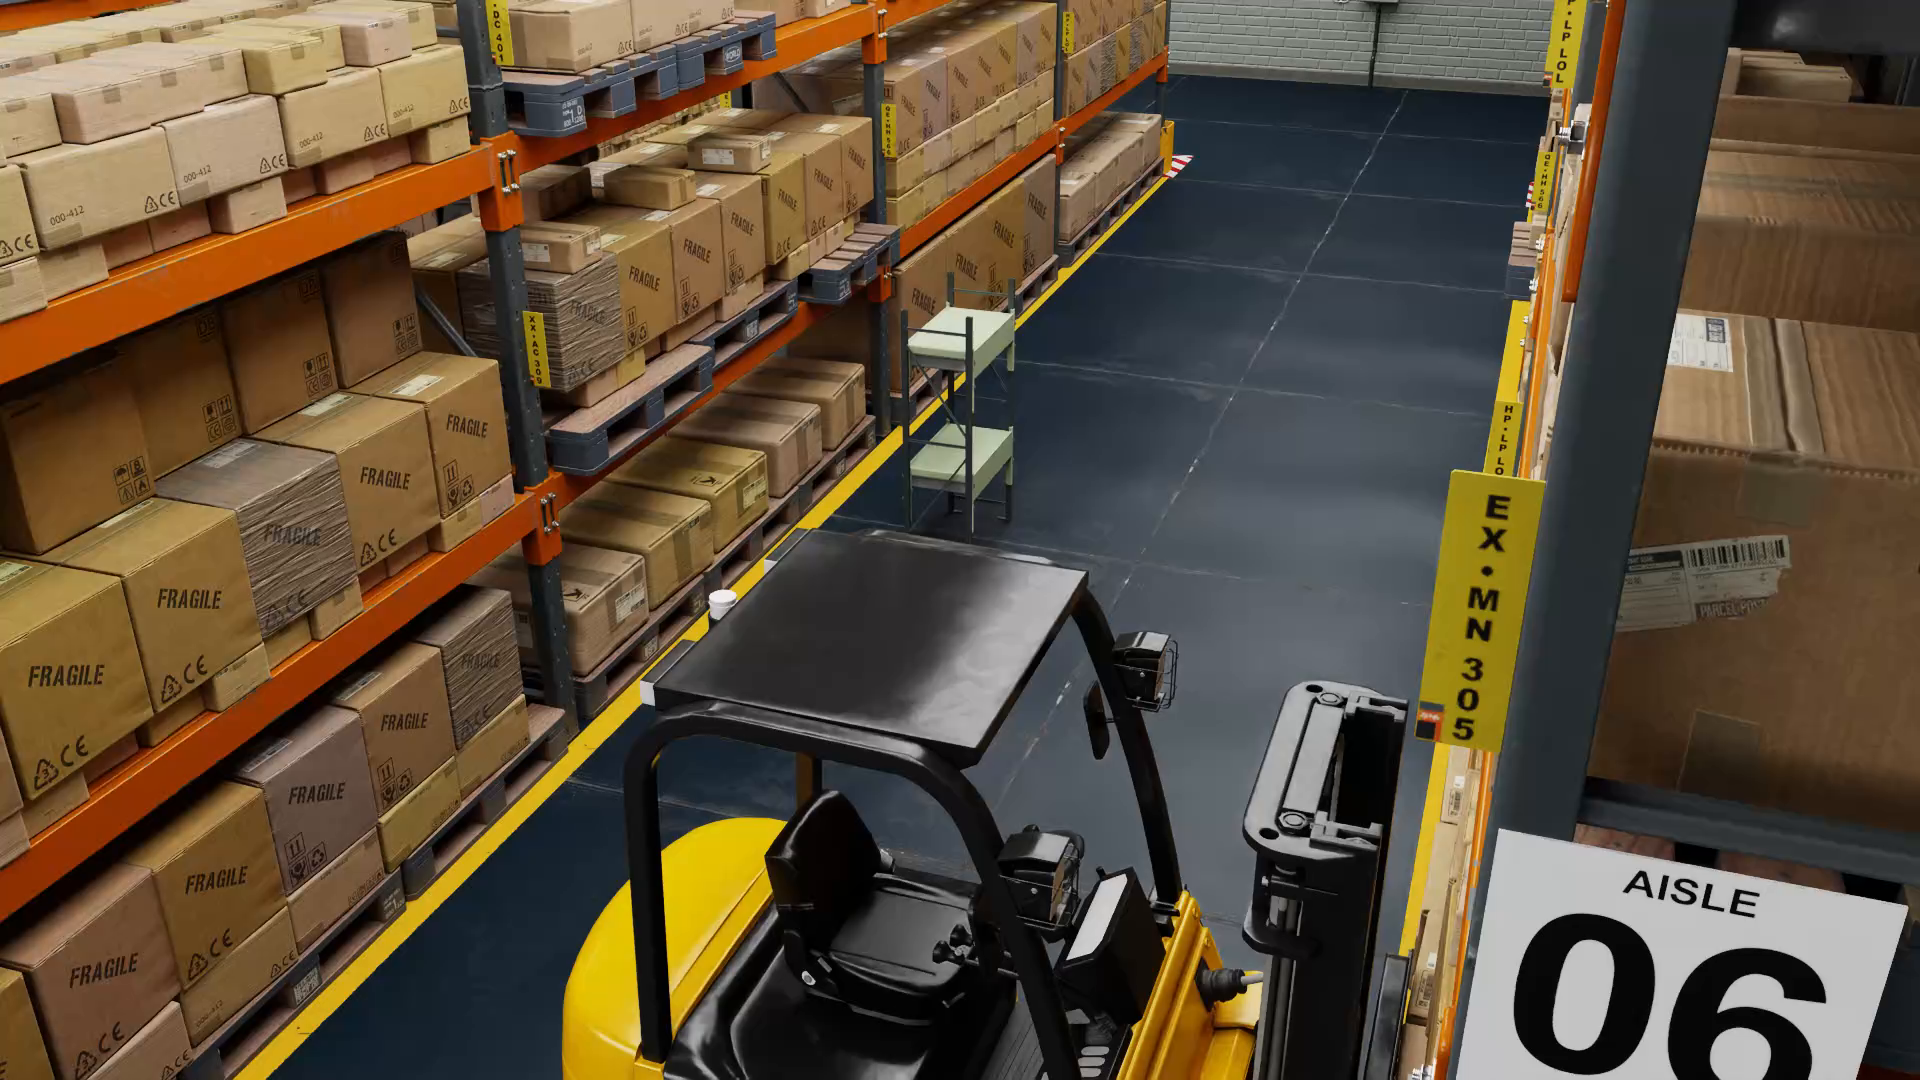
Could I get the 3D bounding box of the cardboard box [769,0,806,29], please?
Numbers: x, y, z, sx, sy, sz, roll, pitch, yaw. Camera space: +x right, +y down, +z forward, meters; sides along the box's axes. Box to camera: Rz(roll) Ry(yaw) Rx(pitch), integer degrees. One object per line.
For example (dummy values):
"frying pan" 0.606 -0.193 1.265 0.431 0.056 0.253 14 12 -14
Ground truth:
"cardboard box" -1.283 -3.134 9.225 0.700 0.500 0.500 9 27 17

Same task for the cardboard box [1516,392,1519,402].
"cardboard box" 2.479 -0.374 6.679 0.500 0.250 0.500 8 27 16

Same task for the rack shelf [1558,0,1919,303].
"rack shelf" 1.727 -1.140 3.062 1.077 0.370 4.000 9 27 17

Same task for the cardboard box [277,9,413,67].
"cardboard box" -2.203 -1.799 5.956 0.380 0.149 0.250 8 27 16

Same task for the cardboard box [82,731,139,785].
"cardboard box" -2.863 0.635 5.286 0.380 0.149 0.250 10 27 19

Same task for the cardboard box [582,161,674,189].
"cardboard box" -1.837 -1.705 8.891 0.500 0.500 0.500 8 27 15

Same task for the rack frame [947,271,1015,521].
"rack frame" 0.120 -0.823 9.728 0.400 1.500 0.023 9 27 17

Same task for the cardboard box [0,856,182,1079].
"cardboard box" -2.914 1.355 5.323 0.500 0.500 0.500 8 27 16

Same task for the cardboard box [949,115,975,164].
"cardboard box" -0.206 -2.872 11.839 0.500 0.250 0.500 9 27 17

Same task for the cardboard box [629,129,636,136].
"cardboard box" -3.594 -4.275 17.245 0.380 0.149 0.250 8 27 15

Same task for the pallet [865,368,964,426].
"pallet" -0.625 -1.185 11.956 1.003 0.211 1.213 9 27 17

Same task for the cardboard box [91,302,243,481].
"cardboard box" -3.023 -0.554 5.848 0.700 0.500 0.500 8 27 16

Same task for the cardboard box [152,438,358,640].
"cardboard box" -2.536 -0.017 5.888 0.500 0.500 0.500 10 27 19

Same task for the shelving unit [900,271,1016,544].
"shelving unit" -0.002 -0.672 9.417 0.431 1.500 0.755 9 27 17

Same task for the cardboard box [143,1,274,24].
"cardboard box" -2.761 -1.886 6.135 0.380 0.149 0.250 10 27 19

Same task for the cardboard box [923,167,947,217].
"cardboard box" -0.404 -2.438 11.515 0.500 0.250 0.500 8 27 16

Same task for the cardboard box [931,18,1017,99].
"cardboard box" 0.109 -3.627 12.537 0.500 0.500 0.500 10 27 19

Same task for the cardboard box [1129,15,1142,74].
"cardboard box" 1.450 -4.806 16.120 0.500 0.500 0.500 10 27 19

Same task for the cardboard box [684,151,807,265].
"cardboard box" -1.176 -1.846 9.183 0.500 0.500 0.500 7 27 14

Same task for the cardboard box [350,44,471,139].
"cardboard box" -2.183 -1.679 6.164 0.500 0.250 0.500 8 27 17

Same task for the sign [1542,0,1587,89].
"sign" 1.878 -1.564 5.142 0.100 0.325 0.005 9 27 17

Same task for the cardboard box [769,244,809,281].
"cardboard box" -1.078 -1.586 9.390 0.380 0.149 0.250 9 27 18

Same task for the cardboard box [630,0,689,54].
"cardboard box" -1.549 -2.346 7.401 0.500 0.250 0.500 8 27 17

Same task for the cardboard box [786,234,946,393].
"cardboard box" -0.650 -1.632 11.634 0.875 0.875 0.875 8 27 17

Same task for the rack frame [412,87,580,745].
"rack frame" -2.289 -0.483 7.306 1.000 3.000 0.127 9 27 17

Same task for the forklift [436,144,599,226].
"forklift" -2.984 -1.982 10.480 1.130 2.935 3.031 10 27 19

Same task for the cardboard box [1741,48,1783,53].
"cardboard box" 3.087 -2.002 6.672 0.380 0.166 0.250 9 27 17

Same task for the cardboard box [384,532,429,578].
"cardboard box" -2.346 0.005 6.585 0.380 0.149 0.250 9 27 18

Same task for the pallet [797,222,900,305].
"pallet" -1.095 -1.733 10.107 1.213 0.211 1.003 9 27 17

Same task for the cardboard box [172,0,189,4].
"cardboard box" -8.401 -5.973 17.615 0.500 0.500 0.500 9 27 17

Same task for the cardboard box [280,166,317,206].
"cardboard box" -2.465 -1.250 5.735 0.380 0.149 0.250 8 27 16

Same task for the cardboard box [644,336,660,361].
"cardboard box" -1.694 -0.970 8.117 0.380 0.149 0.250 11 28 21

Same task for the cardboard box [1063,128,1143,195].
"cardboard box" 1.282 -3.788 16.589 0.875 0.438 0.875 9 27 19

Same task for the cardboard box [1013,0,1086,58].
"cardboard box" 0.760 -4.427 14.188 0.500 0.500 0.500 9 27 18

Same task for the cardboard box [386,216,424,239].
"cardboard box" -4.853 -2.540 13.940 0.500 0.500 0.500 8 27 16

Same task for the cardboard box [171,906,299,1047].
"cardboard box" -2.745 1.483 5.919 0.500 0.250 0.500 11 28 21

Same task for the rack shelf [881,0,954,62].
"rack shelf" -0.293 -3.975 11.902 1.077 0.370 4.000 9 27 17

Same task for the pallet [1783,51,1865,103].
"pallet" 3.213 -1.922 7.053 1.003 0.211 1.213 10 28 20

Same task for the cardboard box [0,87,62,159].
"cardboard box" -2.774 -1.173 4.662 0.380 0.149 0.250 9 27 19

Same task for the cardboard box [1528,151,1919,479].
"cardboard box" 1.414 -0.374 2.927 0.700 0.500 0.500 9 27 18

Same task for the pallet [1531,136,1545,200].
"pallet" 4.686 -2.654 12.009 1.003 0.211 1.213 9 27 17

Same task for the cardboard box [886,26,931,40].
"cardboard box" -0.523 -3.495 12.264 0.500 0.500 0.500 8 27 17

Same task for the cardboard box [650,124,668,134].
"cardboard box" -3.338 -4.341 17.723 0.380 0.149 0.250 10 28 20

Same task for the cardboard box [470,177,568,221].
"cardboard box" -2.132 -1.651 8.035 0.380 0.149 0.250 8 27 16

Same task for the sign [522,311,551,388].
"sign" -1.775 -0.798 6.962 0.100 0.325 0.005 9 27 17

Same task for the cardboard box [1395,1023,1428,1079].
"cardboard box" 1.419 1.616 4.496 0.500 0.250 0.500 8 27 16

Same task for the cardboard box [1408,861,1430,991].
"cardboard box" 1.920 1.434 6.019 0.500 0.250 0.500 9 27 18

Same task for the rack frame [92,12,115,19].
"rack frame" -5.660 -2.804 12.098 1.000 3.000 0.127 9 27 17

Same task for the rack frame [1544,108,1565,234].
"rack frame" 3.724 -1.409 9.218 1.000 3.000 0.127 9 27 17

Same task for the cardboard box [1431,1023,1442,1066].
"cardboard box" 1.159 1.381 3.340 0.500 0.500 0.500 10 27 19

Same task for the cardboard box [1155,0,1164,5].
"cardboard box" 1.768 -5.677 16.771 0.500 0.500 0.500 10 27 19
